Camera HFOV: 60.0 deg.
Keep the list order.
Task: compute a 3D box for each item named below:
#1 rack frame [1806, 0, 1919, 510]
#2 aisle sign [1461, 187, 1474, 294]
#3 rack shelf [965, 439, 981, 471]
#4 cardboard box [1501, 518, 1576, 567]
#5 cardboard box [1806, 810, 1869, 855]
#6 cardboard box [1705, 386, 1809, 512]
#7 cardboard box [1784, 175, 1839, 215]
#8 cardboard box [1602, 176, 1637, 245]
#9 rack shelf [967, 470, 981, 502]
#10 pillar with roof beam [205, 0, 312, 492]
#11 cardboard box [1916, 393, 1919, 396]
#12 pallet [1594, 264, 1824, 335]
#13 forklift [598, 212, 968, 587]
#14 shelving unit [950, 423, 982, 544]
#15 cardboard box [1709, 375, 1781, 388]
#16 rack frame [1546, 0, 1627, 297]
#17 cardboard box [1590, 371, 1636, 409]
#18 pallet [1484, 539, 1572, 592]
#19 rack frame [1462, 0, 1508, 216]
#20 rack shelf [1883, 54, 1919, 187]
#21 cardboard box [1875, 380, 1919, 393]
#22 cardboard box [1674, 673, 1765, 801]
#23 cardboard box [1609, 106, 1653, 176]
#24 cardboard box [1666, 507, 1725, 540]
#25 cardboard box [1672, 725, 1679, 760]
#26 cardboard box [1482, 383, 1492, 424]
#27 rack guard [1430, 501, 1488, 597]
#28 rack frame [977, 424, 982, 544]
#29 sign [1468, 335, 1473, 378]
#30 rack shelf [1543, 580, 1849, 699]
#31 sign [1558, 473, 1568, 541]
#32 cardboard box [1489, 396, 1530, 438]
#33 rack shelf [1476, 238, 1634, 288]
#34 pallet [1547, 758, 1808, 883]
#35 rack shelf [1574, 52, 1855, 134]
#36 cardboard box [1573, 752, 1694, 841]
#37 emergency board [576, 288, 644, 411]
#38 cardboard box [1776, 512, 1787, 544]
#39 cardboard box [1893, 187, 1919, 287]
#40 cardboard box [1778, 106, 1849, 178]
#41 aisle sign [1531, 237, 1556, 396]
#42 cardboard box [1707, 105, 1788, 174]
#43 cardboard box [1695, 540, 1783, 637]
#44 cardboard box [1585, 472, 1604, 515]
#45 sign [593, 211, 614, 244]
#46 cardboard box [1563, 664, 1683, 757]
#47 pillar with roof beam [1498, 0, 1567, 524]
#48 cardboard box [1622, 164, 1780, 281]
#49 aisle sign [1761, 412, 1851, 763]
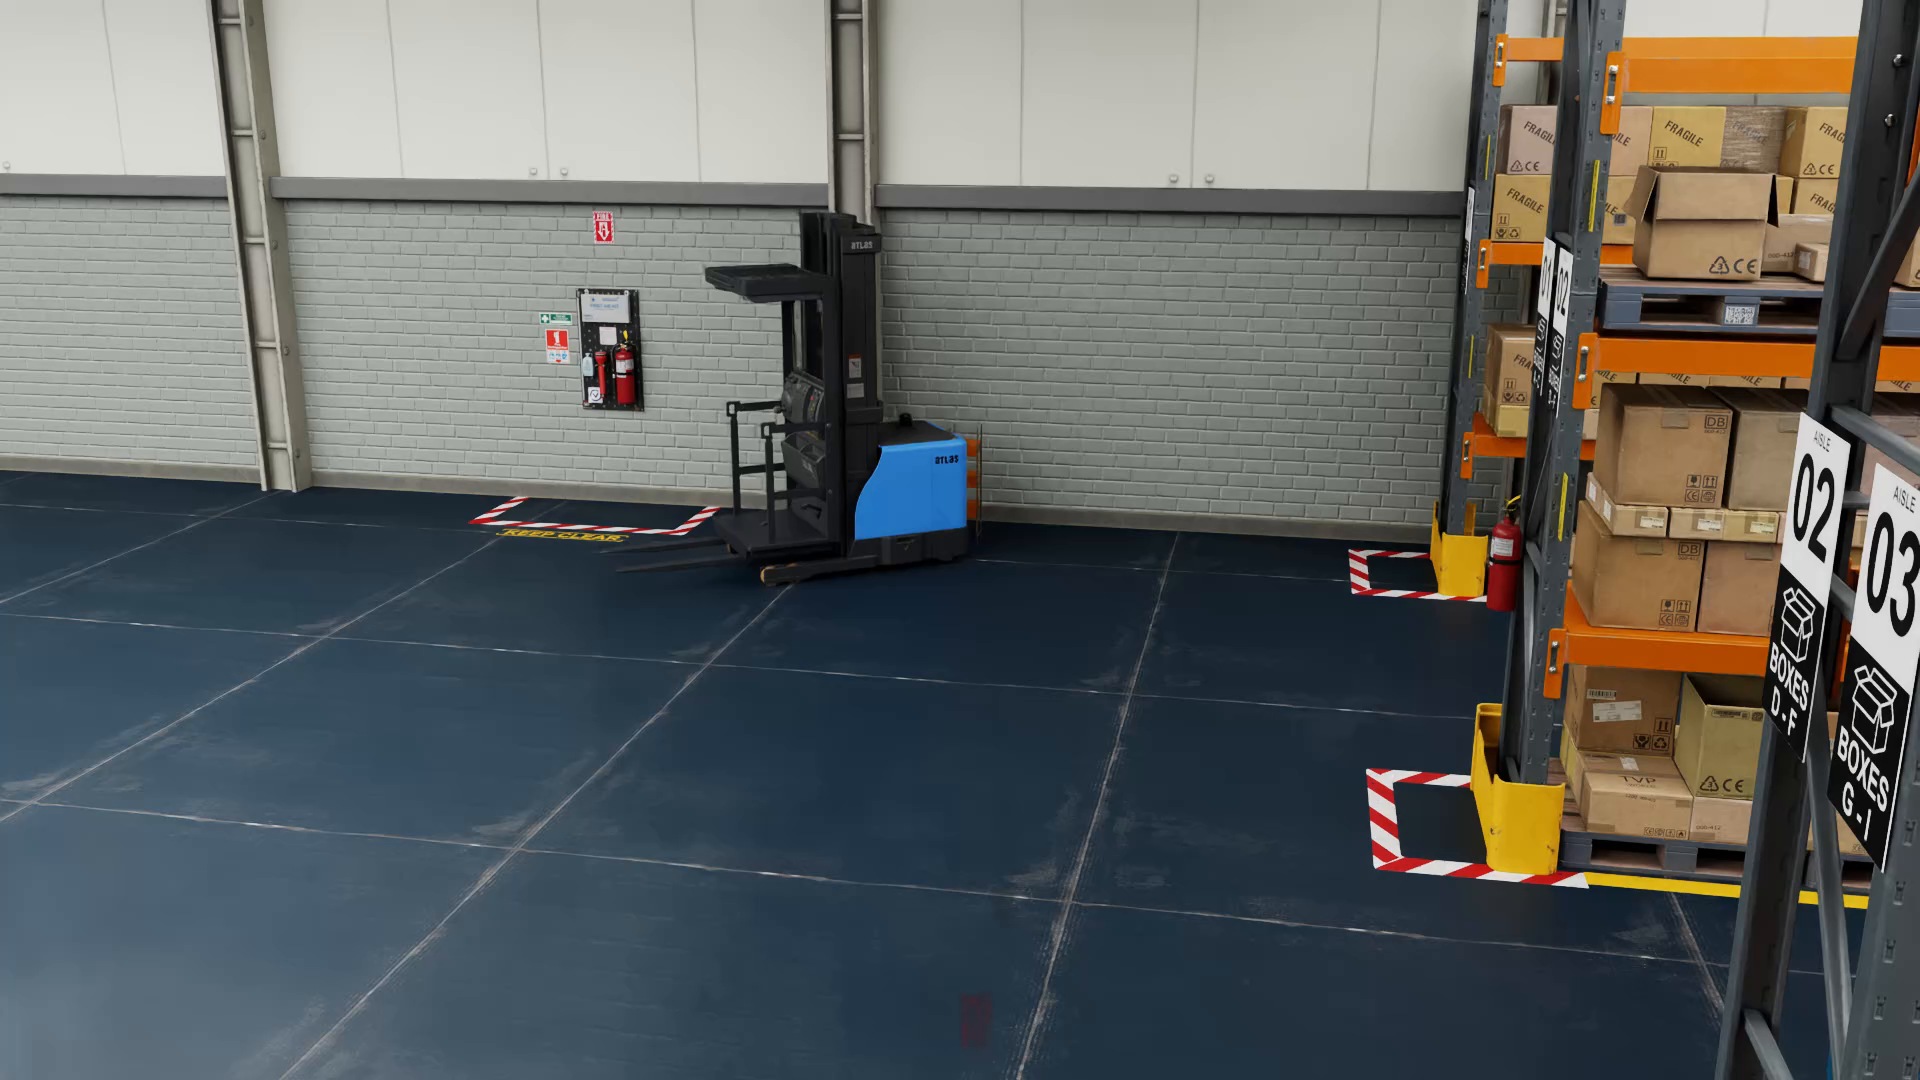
[{"bbox_3d":[2.094,-1.448,3.362,0.127,3.000,1.000,3,16,11],"label":"rack frame"},{"bbox_3d":[3.938,-2.327,12.903,0.004,0.787,0.394,3,16,11],"label":"aisle sign"},{"bbox_3d":[0.052,-0.766,14.769,0.240,0.259,0.215,3,16,11],"label":"rack shelf"},{"bbox_3d":[4.729,-0.004,13.602,0.500,0.311,0.500,1,16,5],"label":"cardboard box"},{"bbox_3d":[4.547,1.409,8.649,0.500,0.250,0.500,3,16,11],"label":"cardboard box"},{"bbox_3d":[4.108,-0.468,8.446,0.500,0.500,0.700,3,16,10],"label":"cardboard box"},{"bbox_3d":[6.401,-2.451,12.378,0.500,0.500,0.500,2,16,9],"label":"cardboard box"},{"bbox_3d":[4.866,-2.531,12.666,0.500,0.500,0.500,4,16,15],"label":"cardboard box"},{"bbox_3d":[0.052,-0.493,14.844,0.240,0.259,0.215,3,16,11],"label":"rack shelf"},{"bbox_3d":[-7.690,-3.741,11.640,0.400,9.000,9.100,3,16,11],"label":"pillar with roof beam"},{"bbox_3d":[5.093,-0.415,8.254,0.500,0.500,0.700,3,16,11],"label":"cardboard box"},{"bbox_3d":[3.773,-1.211,8.292,1.213,0.211,1.003,3,16,11],"label":"pallet"},{"bbox_3d":[-1.491,-1.190,13.799,3.031,2.935,1.130,-7,17,-23],"label":"forklift"},{"bbox_3d":[0.052,-0.503,14.842,0.252,1.050,0.215,3,16,11],"label":"shelving unit"},{"bbox_3d":[5.972,-1.261,12.764,0.500,0.500,0.500,4,16,13],"label":"cardboard box"},{"bbox_3d":[3.085,-2.744,8.040,0.127,3.000,1.000,3,16,11],"label":"rack frame"},{"bbox_3d":[4.959,-1.314,12.957,0.500,0.500,0.500,3,16,11],"label":"cardboard box"},{"bbox_3d":[4.932,0.252,13.688,1.213,0.211,1.003,3,16,11],"label":"pallet"},{"bbox_3d":[4.069,-4.040,12.718,0.127,3.000,1.000,3,16,11],"label":"rack frame"},{"bbox_3d":[4.054,-0.802,3.128,4.000,0.370,1.077,3,16,11],"label":"rack shelf"},{"bbox_3d":[6.973,-1.204,12.558,0.500,0.500,0.500,3,16,11],"label":"cardboard box"},{"bbox_3d":[4.057,1.022,8.644,0.500,0.500,0.500,3,16,11],"label":"cardboard box"},{"bbox_3d":[4.879,-3.010,12.522,0.500,0.500,0.500,3,16,10],"label":"cardboard box"},{"bbox_3d":[3.686,-0.123,8.414,0.250,0.149,0.380,3,16,10],"label":"cardboard box"},{"bbox_3d":[4.162,1.245,9.243,0.500,0.250,0.500,3,16,11],"label":"cardboard box"},{"bbox_3d":[4.565,-1.112,13.630,0.500,0.250,0.500,3,16,12],"label":"cardboard box"},{"bbox_3d":[4.143,0.060,13.838,0.348,0.500,1.175,3,16,11],"label":"rack guard"},{"bbox_3d":[0.172,-0.497,14.818,0.008,1.050,0.200,3,16,11],"label":"rack frame"},{"bbox_3d":[3.961,-1.424,12.891,0.005,0.325,0.100,3,16,11],"label":"sign"},{"bbox_3d":[5.045,0.601,8.552,4.000,0.370,1.077,3,16,11],"label":"rack shelf"},{"bbox_3d":[2.969,-0.163,8.191,0.005,0.325,0.100,3,16,11],"label":"sign"},{"bbox_3d":[4.483,-0.977,13.143,0.500,0.250,0.500,3,16,9],"label":"cardboard box"},{"bbox_3d":[6.028,-2.141,12.831,4.000,0.370,1.077,3,16,11],"label":"rack shelf"},{"bbox_3d":[3.843,1.521,9.105,1.213,0.211,1.003,3,16,11],"label":"pallet"},{"bbox_3d":[5.045,-2.098,7.805,4.000,0.370,1.077,3,16,11],"label":"rack shelf"},{"bbox_3d":[3.566,1.357,8.838,0.500,0.250,0.500,3,16,11],"label":"cardboard box"},{"bbox_3d":[-3.367,-1.798,15.865,0.643,1.169,0.194,3,16,11],"label":"emergency board"},{"bbox_3d":[4.177,-0.095,8.314,0.250,0.149,0.380,3,16,10],"label":"cardboard box"},{"bbox_3d":[4.658,-1.456,7.775,0.500,0.500,0.500,3,16,11],"label":"cardboard box"},{"bbox_3d":[6.390,-2.928,12.227,0.500,0.500,0.500,3,16,9],"label":"cardboard box"},{"bbox_3d":[3.079,-1.186,8.783,0.004,0.787,0.394,3,16,11],"label":"aisle sign"},{"bbox_3d":[6.050,-3.092,12.820,0.500,0.500,0.500,3,16,11],"label":"cardboard box"},{"bbox_3d":[4.056,0.154,8.629,0.500,0.500,0.700,4,16,13],"label":"cardboard box"},{"bbox_3d":[3.497,-0.243,8.847,0.250,0.149,0.380,3,16,10],"label":"cardboard box"},{"bbox_3d":[-3.355,-2.942,15.651,0.199,0.298,0.001,3,16,11],"label":"sign"},{"bbox_3d":[3.670,0.860,9.229,0.500,0.500,0.500,3,16,11],"label":"cardboard box"},{"bbox_3d":[4.069,-3.103,9.335,0.400,9.000,9.100,3,16,11],"label":"pillar with roof beam"},{"bbox_3d":[3.647,-1.586,8.237,0.637,0.503,0.797,4,16,15],"label":"cardboard box"},{"bbox_3d":[2.083,0.109,4.111,0.004,0.787,0.394,3,16,11],"label":"aisle sign"}]
